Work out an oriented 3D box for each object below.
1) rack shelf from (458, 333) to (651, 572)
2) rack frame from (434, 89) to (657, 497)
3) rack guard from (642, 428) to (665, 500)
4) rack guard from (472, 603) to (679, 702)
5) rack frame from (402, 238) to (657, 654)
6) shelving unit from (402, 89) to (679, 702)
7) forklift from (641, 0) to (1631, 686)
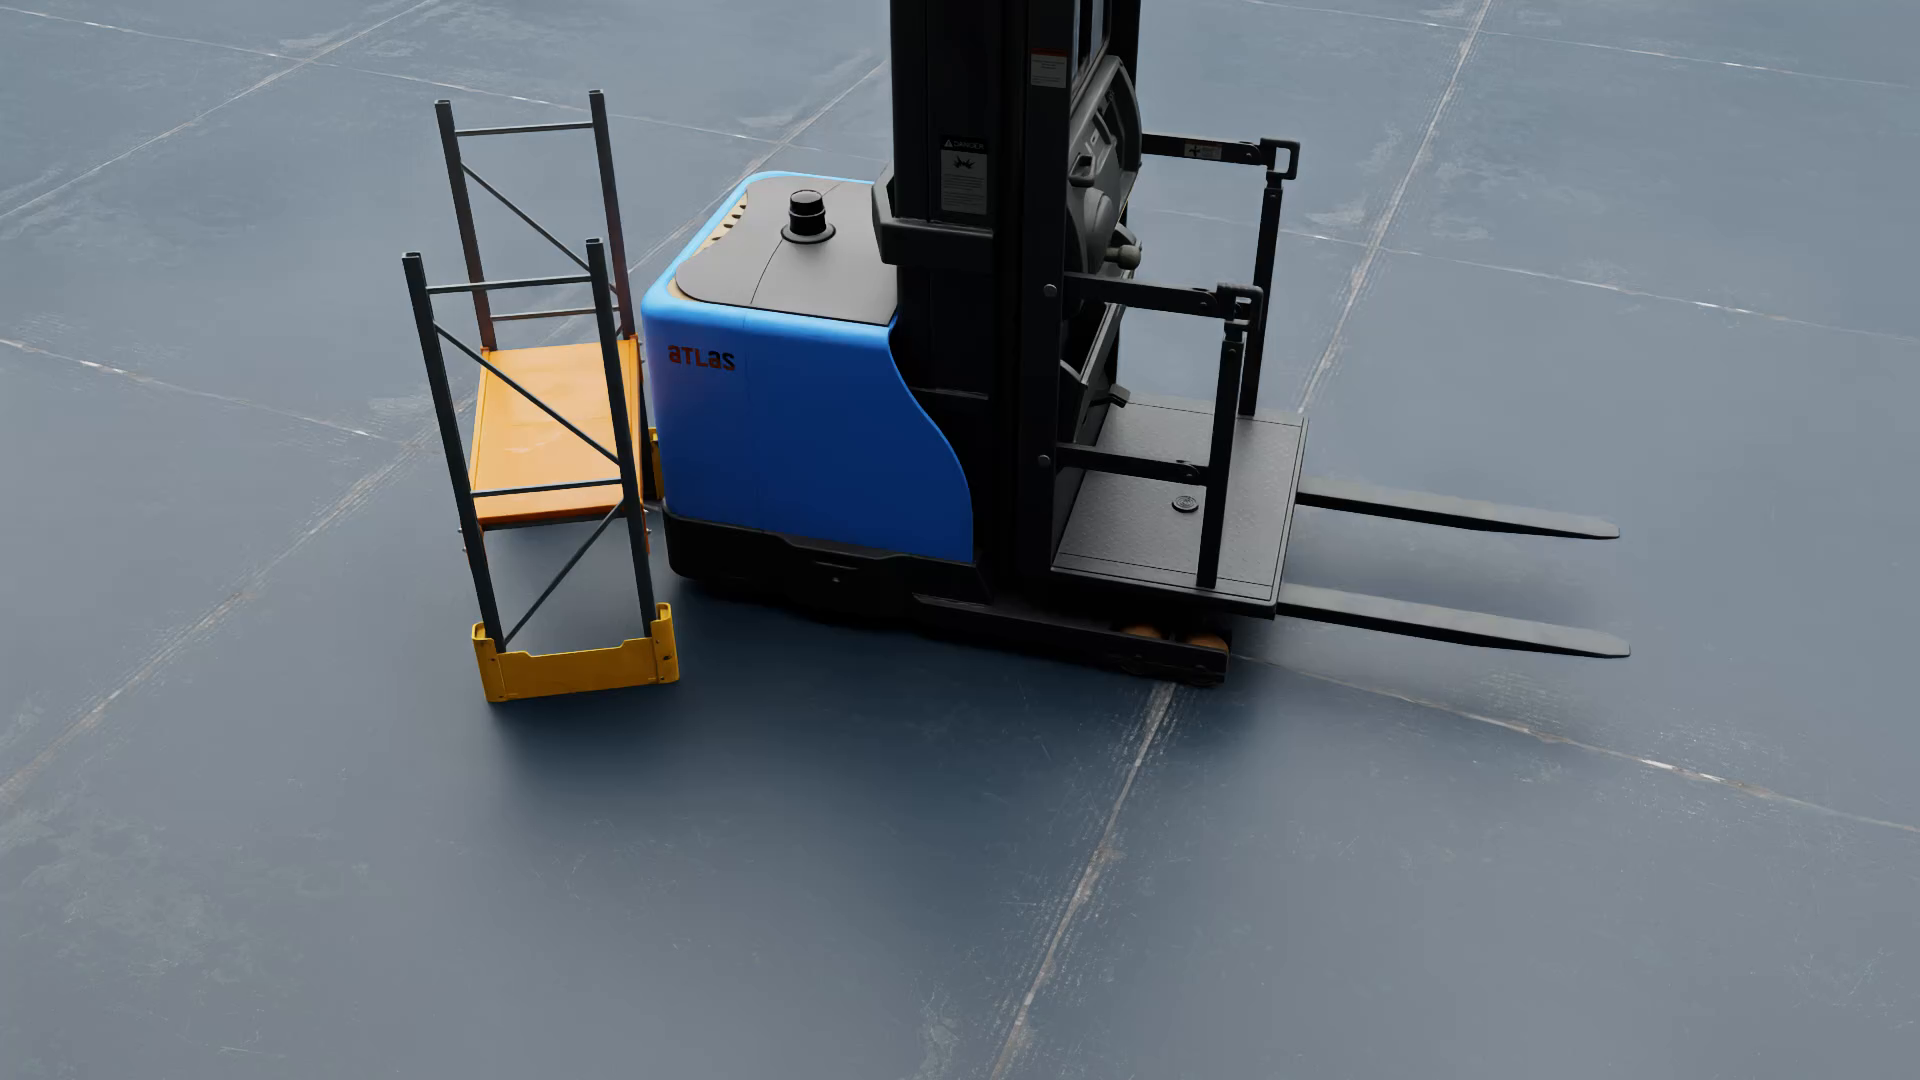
[{"bbox_3d":[-1.250,-0.301,5.200,0.538,0.185,1.000,-6,37,-8],"label":"rack shelf"},{"bbox_3d":[-1.336,-0.745,5.494,0.500,1.500,0.032,-6,37,-8],"label":"rack frame"},{"bbox_3d":[-1.335,-0.244,5.867,0.587,0.250,0.087,-6,37,-8],"label":"rack guard"},{"bbox_3d":[-1.167,0.344,5.081,0.587,0.250,0.087,-6,37,-8],"label":"rack guard"},{"bbox_3d":[-1.165,-0.145,4.691,0.500,1.500,0.032,-6,37,-8],"label":"rack frame"},{"bbox_3d":[-1.252,-0.451,5.100,0.587,1.500,1.083,-6,37,-8],"label":"shelving unit"},{"bbox_3d":[0.605,-1.078,4.744,3.031,2.935,1.130,9,38,12],"label":"forklift"}]
